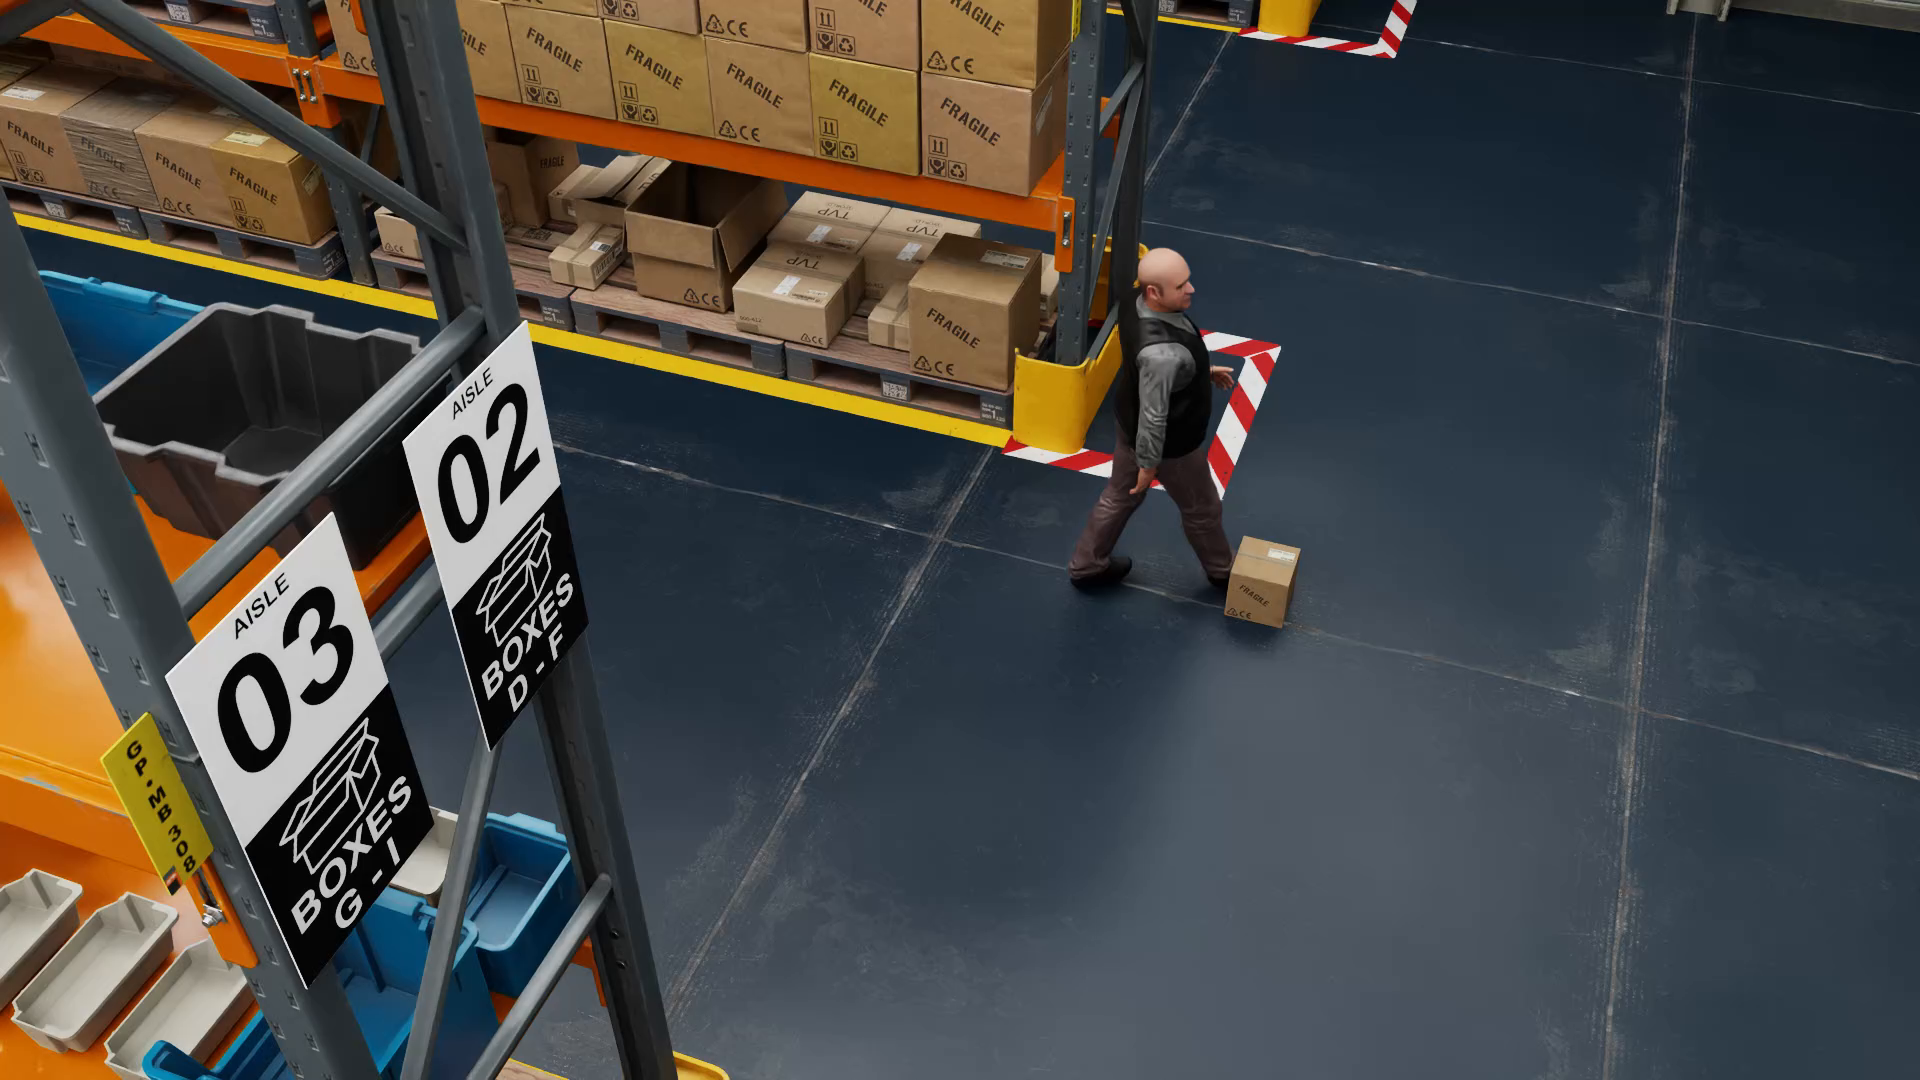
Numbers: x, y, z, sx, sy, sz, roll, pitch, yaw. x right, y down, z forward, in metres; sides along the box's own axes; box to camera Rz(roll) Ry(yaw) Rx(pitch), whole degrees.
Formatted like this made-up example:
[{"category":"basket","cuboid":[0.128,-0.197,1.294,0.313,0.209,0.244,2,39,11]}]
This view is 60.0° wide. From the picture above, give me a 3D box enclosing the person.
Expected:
[{"category":"person","cuboid":[0.911,-0.436,6.726,0.902,1.590,0.578,-7,42,-8]}]
